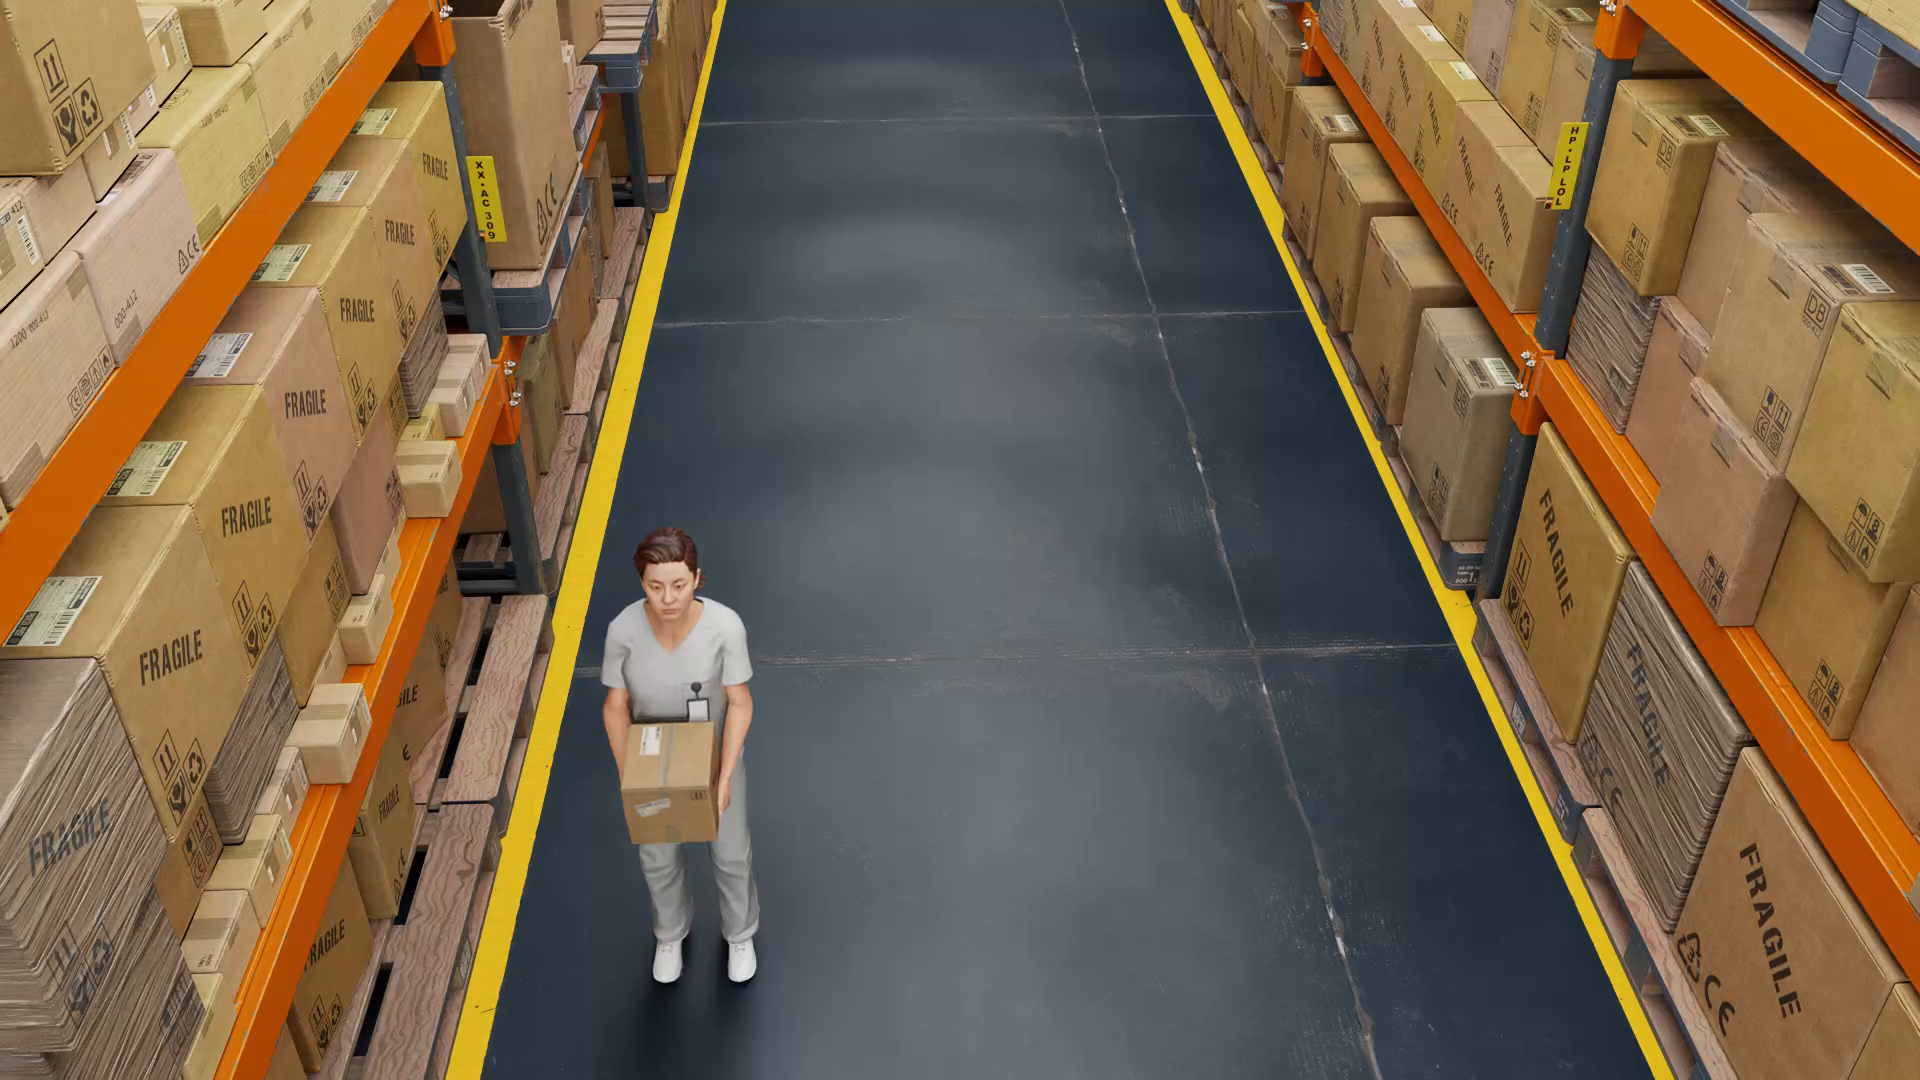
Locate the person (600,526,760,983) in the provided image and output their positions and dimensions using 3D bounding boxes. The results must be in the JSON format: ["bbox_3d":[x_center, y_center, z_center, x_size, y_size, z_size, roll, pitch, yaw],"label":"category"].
[{"bbox_3d":[-0.844,0.731,5.122,0.454,1.667,0.533,-2,35,-2],"label":"person"}]
